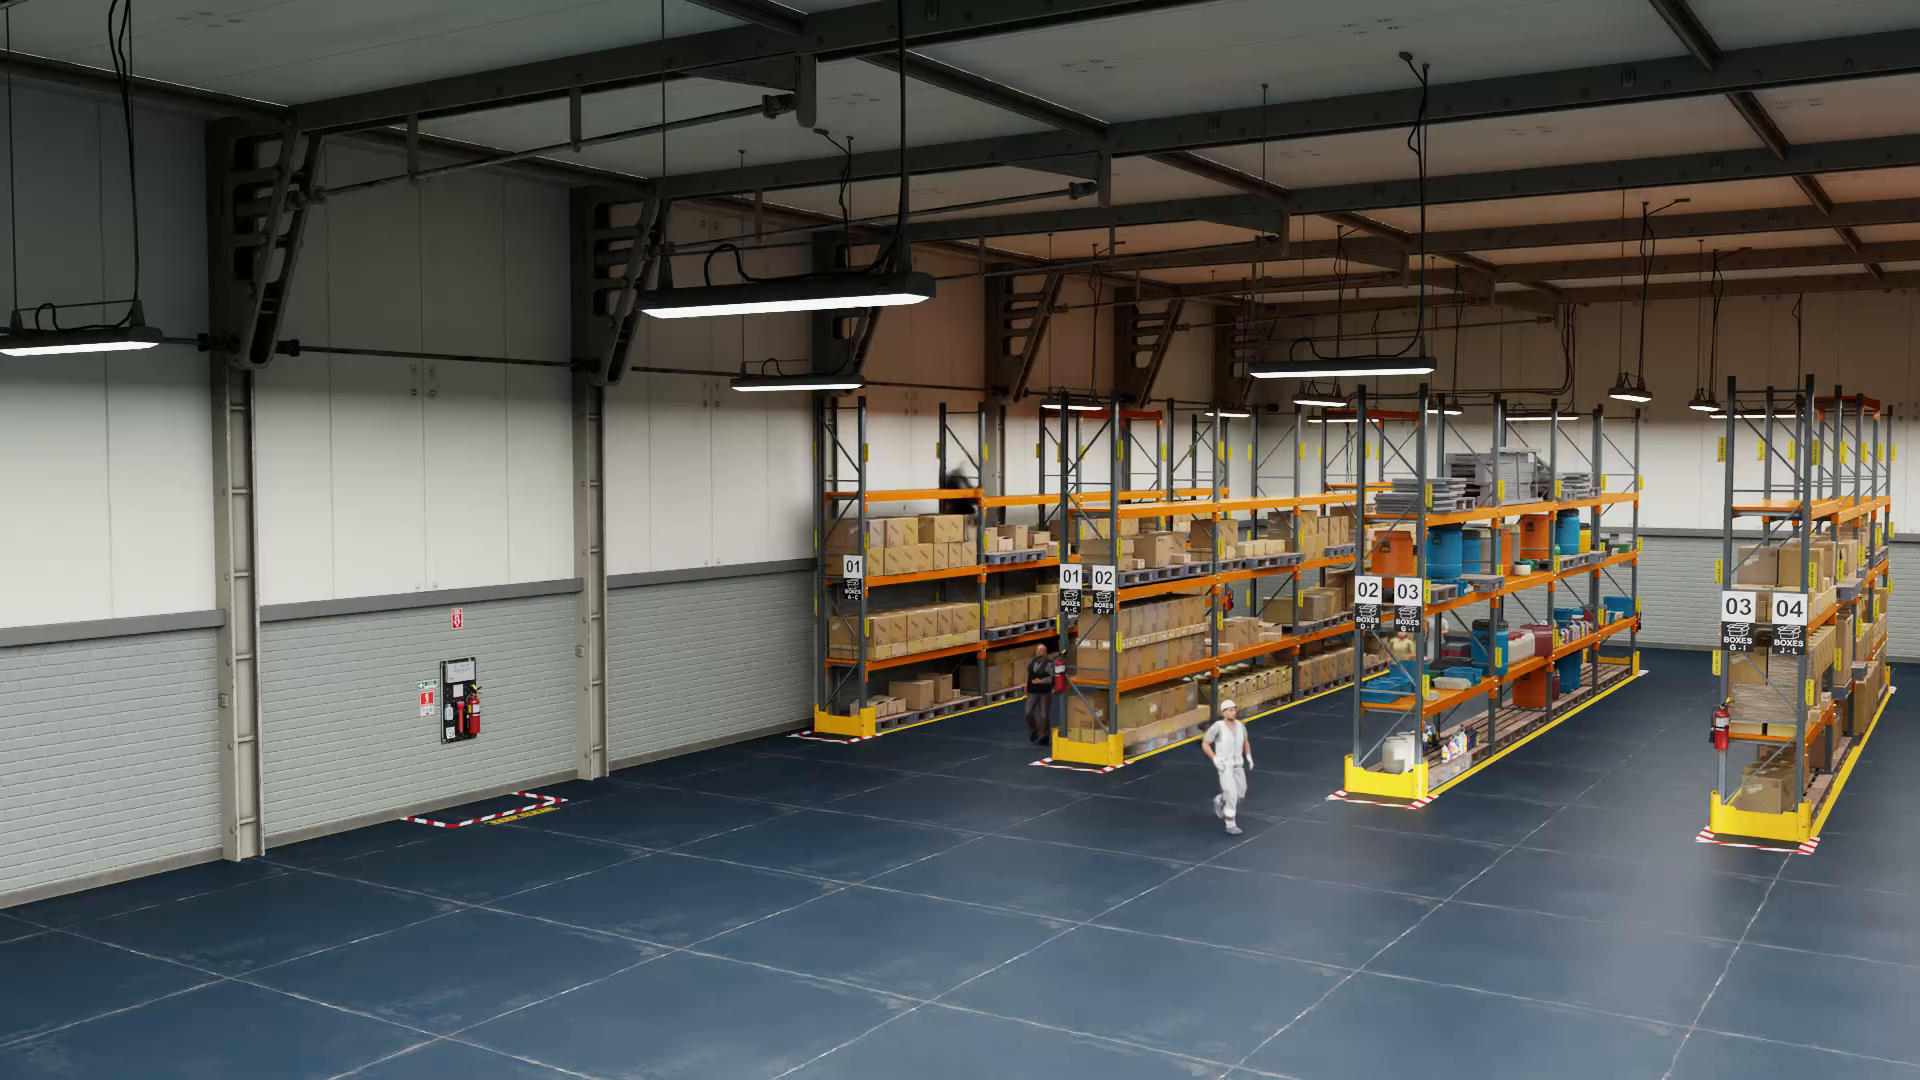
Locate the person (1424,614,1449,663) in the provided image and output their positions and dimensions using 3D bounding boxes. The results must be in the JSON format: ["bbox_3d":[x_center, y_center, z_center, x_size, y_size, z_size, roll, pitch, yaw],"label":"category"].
[{"bbox_3d":[10.266,2.271,35.875,0.541,1.715,0.830,1,3,22],"label":"person"}]

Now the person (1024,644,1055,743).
[{"bbox_3d":[1.347,2.646,28.532,0.639,1.700,0.670,1,3,26],"label":"person"}]

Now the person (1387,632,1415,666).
[{"bbox_3d":[8.530,2.470,32.216,0.550,1.641,0.638,1,3,17],"label":"person"}]

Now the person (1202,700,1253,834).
[{"bbox_3d":[3.517,2.974,21.967,0.698,1.745,0.724,-1,3,-26],"label":"person"}]
